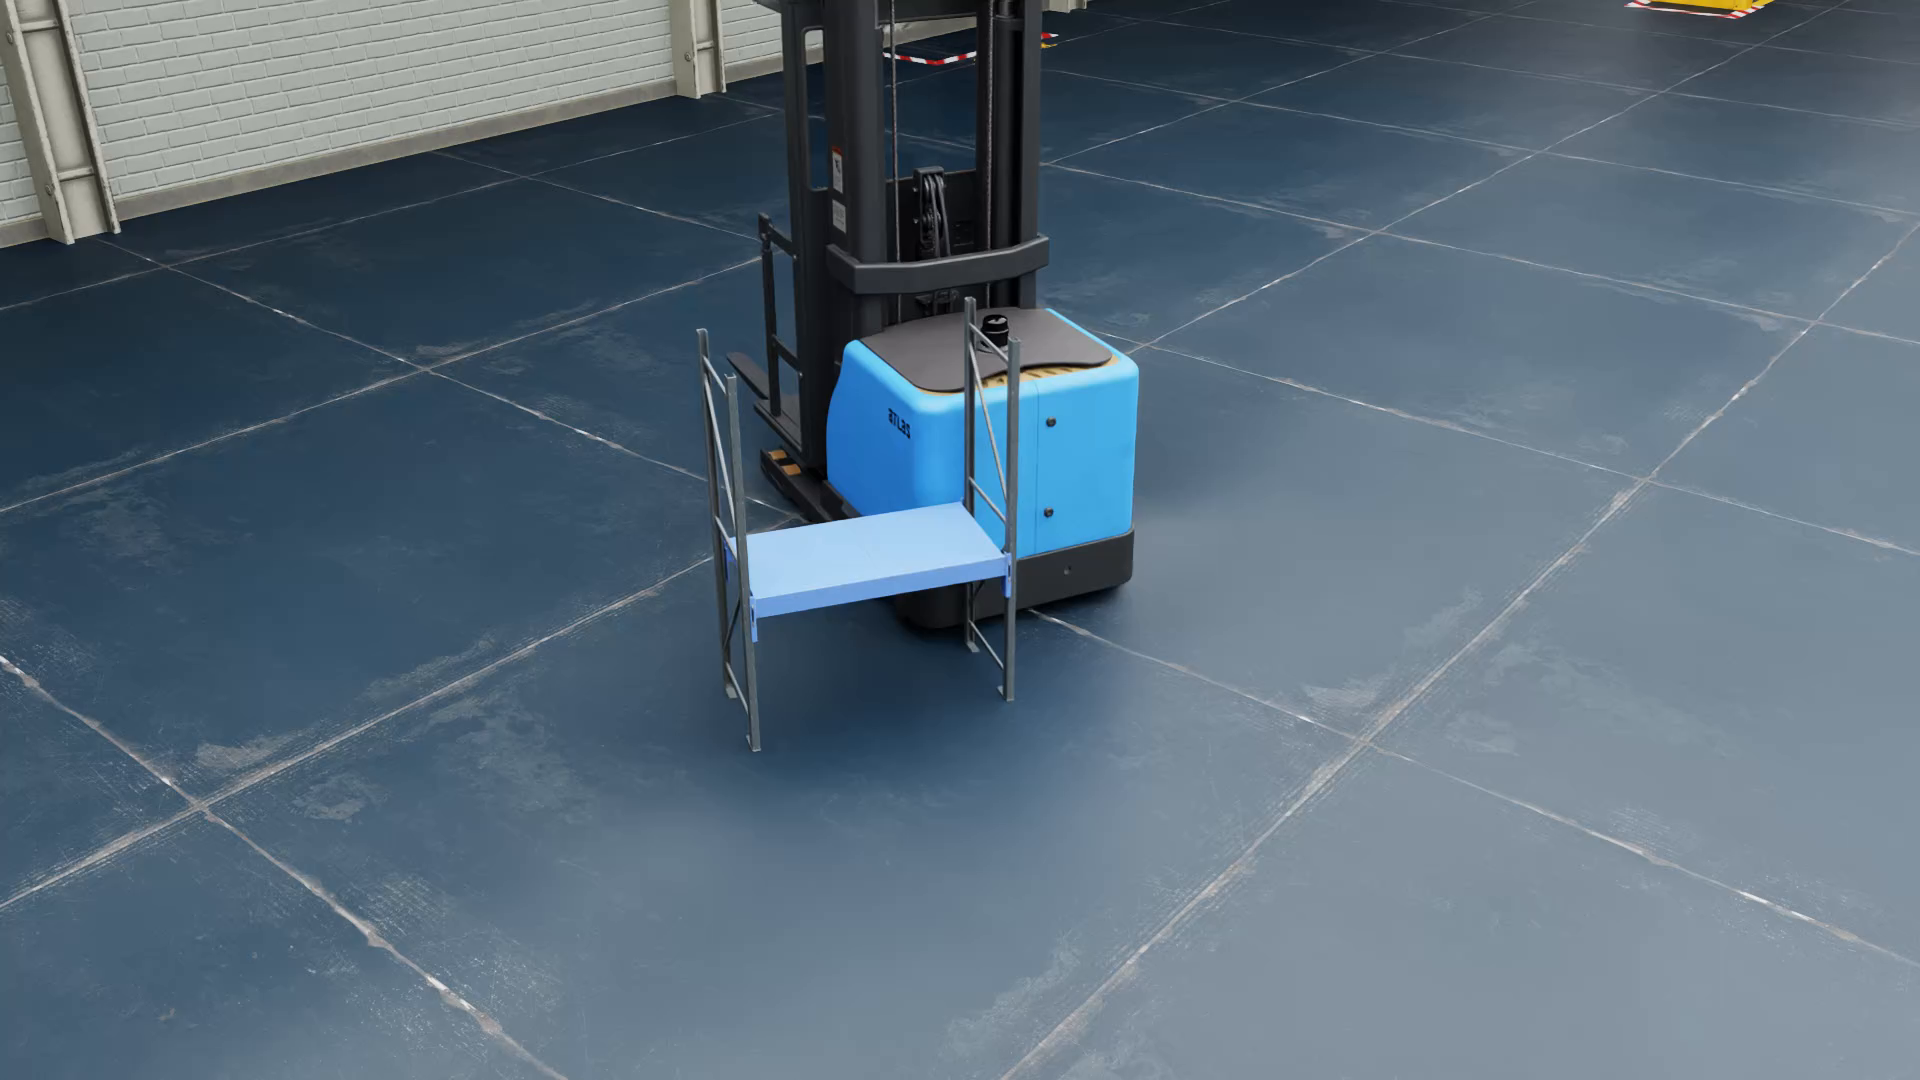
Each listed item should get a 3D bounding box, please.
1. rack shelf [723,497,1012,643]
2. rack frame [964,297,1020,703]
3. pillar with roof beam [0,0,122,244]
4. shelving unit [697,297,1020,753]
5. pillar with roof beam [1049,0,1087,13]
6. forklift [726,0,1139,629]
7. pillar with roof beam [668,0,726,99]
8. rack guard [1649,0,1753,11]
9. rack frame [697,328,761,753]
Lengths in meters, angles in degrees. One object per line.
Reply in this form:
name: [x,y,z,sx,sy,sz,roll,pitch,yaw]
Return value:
rack shelf: [-0.364,0.100,6.316,1.000,0.185,0.538,-9,29,-17]
rack frame: [0.114,-0.138,6.385,0.032,1.500,0.500,-9,29,-17]
pillar with roof beam: [-3.009,-4.951,7.527,9.100,9.000,0.400,21,34,34]
shelving unit: [-0.364,-0.060,6.233,1.048,1.500,0.538,-9,29,-17]
pillar with roof beam: [4.623,-9.206,15.751,9.100,9.000,0.400,21,34,34]
forklift: [-0.342,-1.585,7.624,1.130,2.935,3.031,-13,30,-23]
pillar with roof beam: [0.807,-7.078,11.639,9.100,9.000,0.400,21,34,34]
rack guard: [9.150,-6.860,20.467,1.175,0.500,0.348,21,34,34]
rack frame: [-0.843,0.019,6.081,0.032,1.500,0.500,-9,29,-17]
